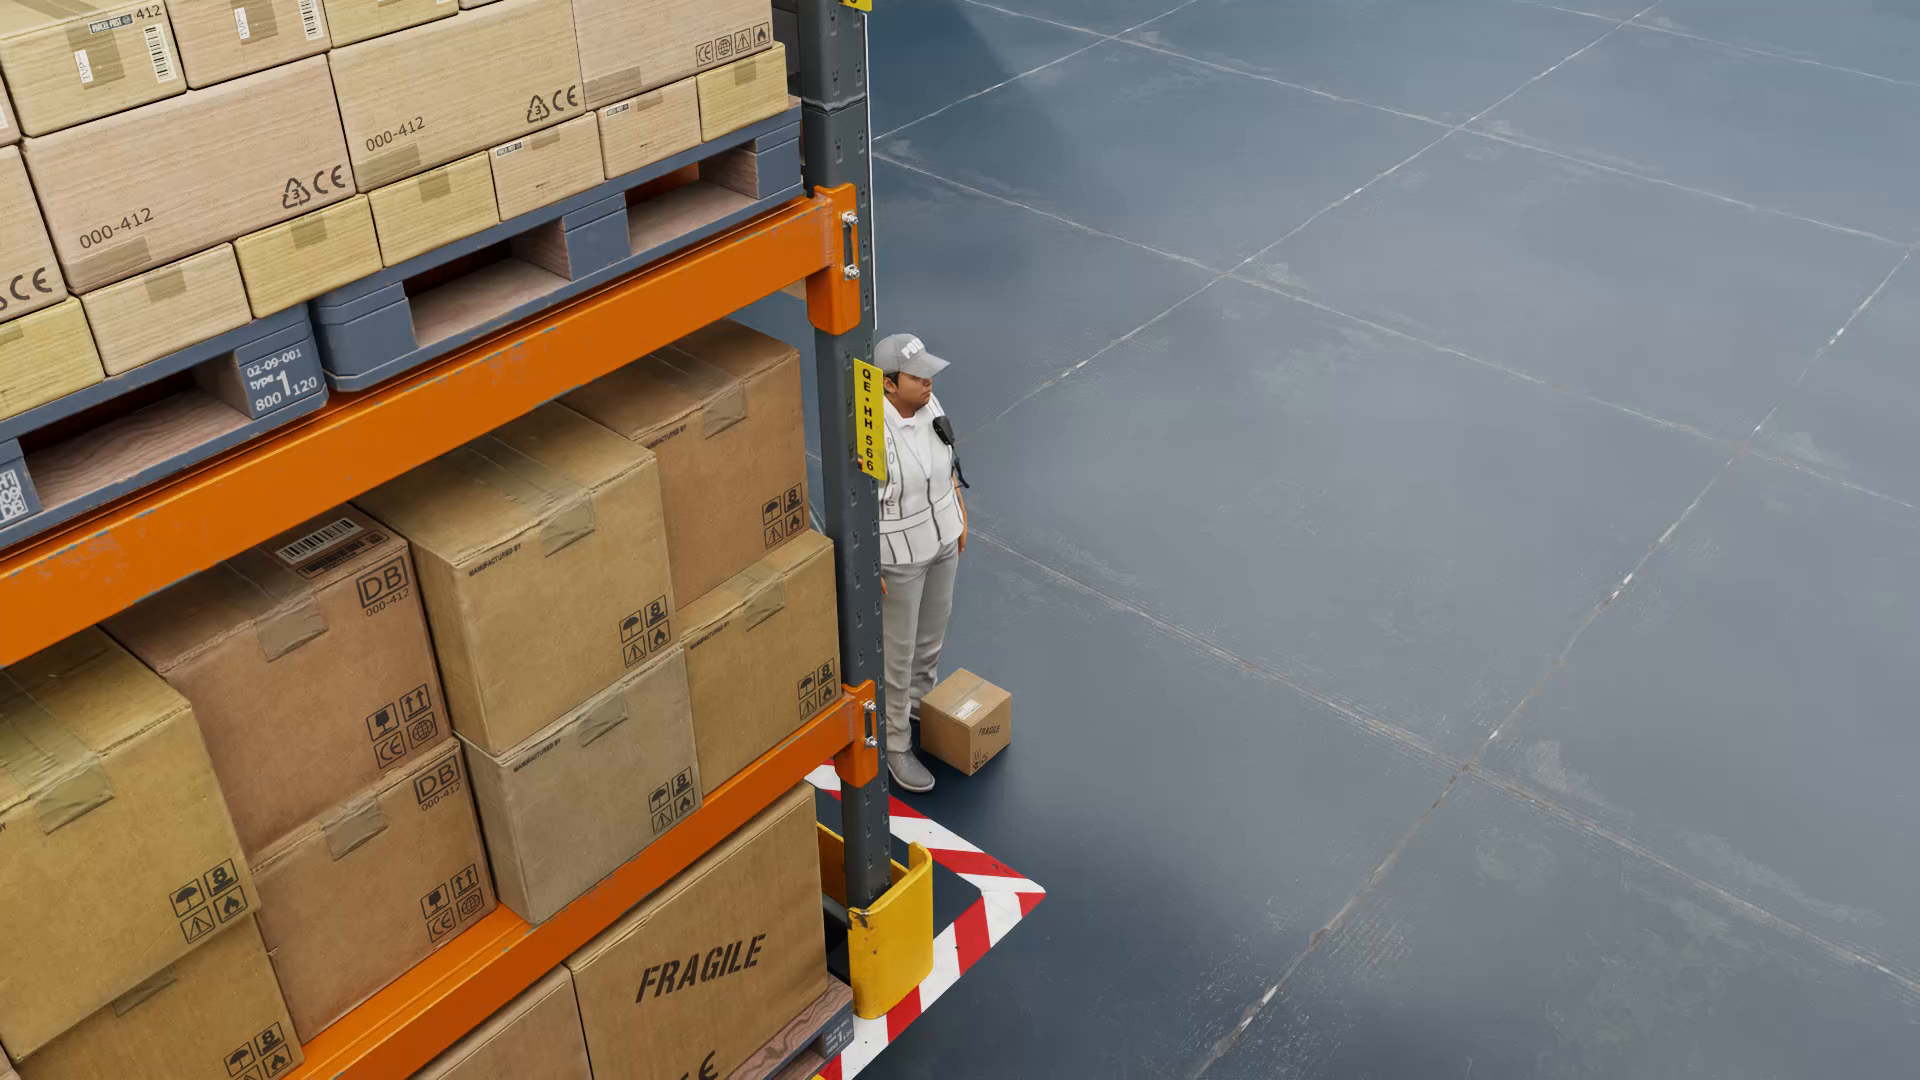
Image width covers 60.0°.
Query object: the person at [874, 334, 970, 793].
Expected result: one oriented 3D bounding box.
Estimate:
[{"bbox_3d":[-0.149,0.058,6.042,0.529,1.669,0.599,27,43,33],"label":"person"}]
